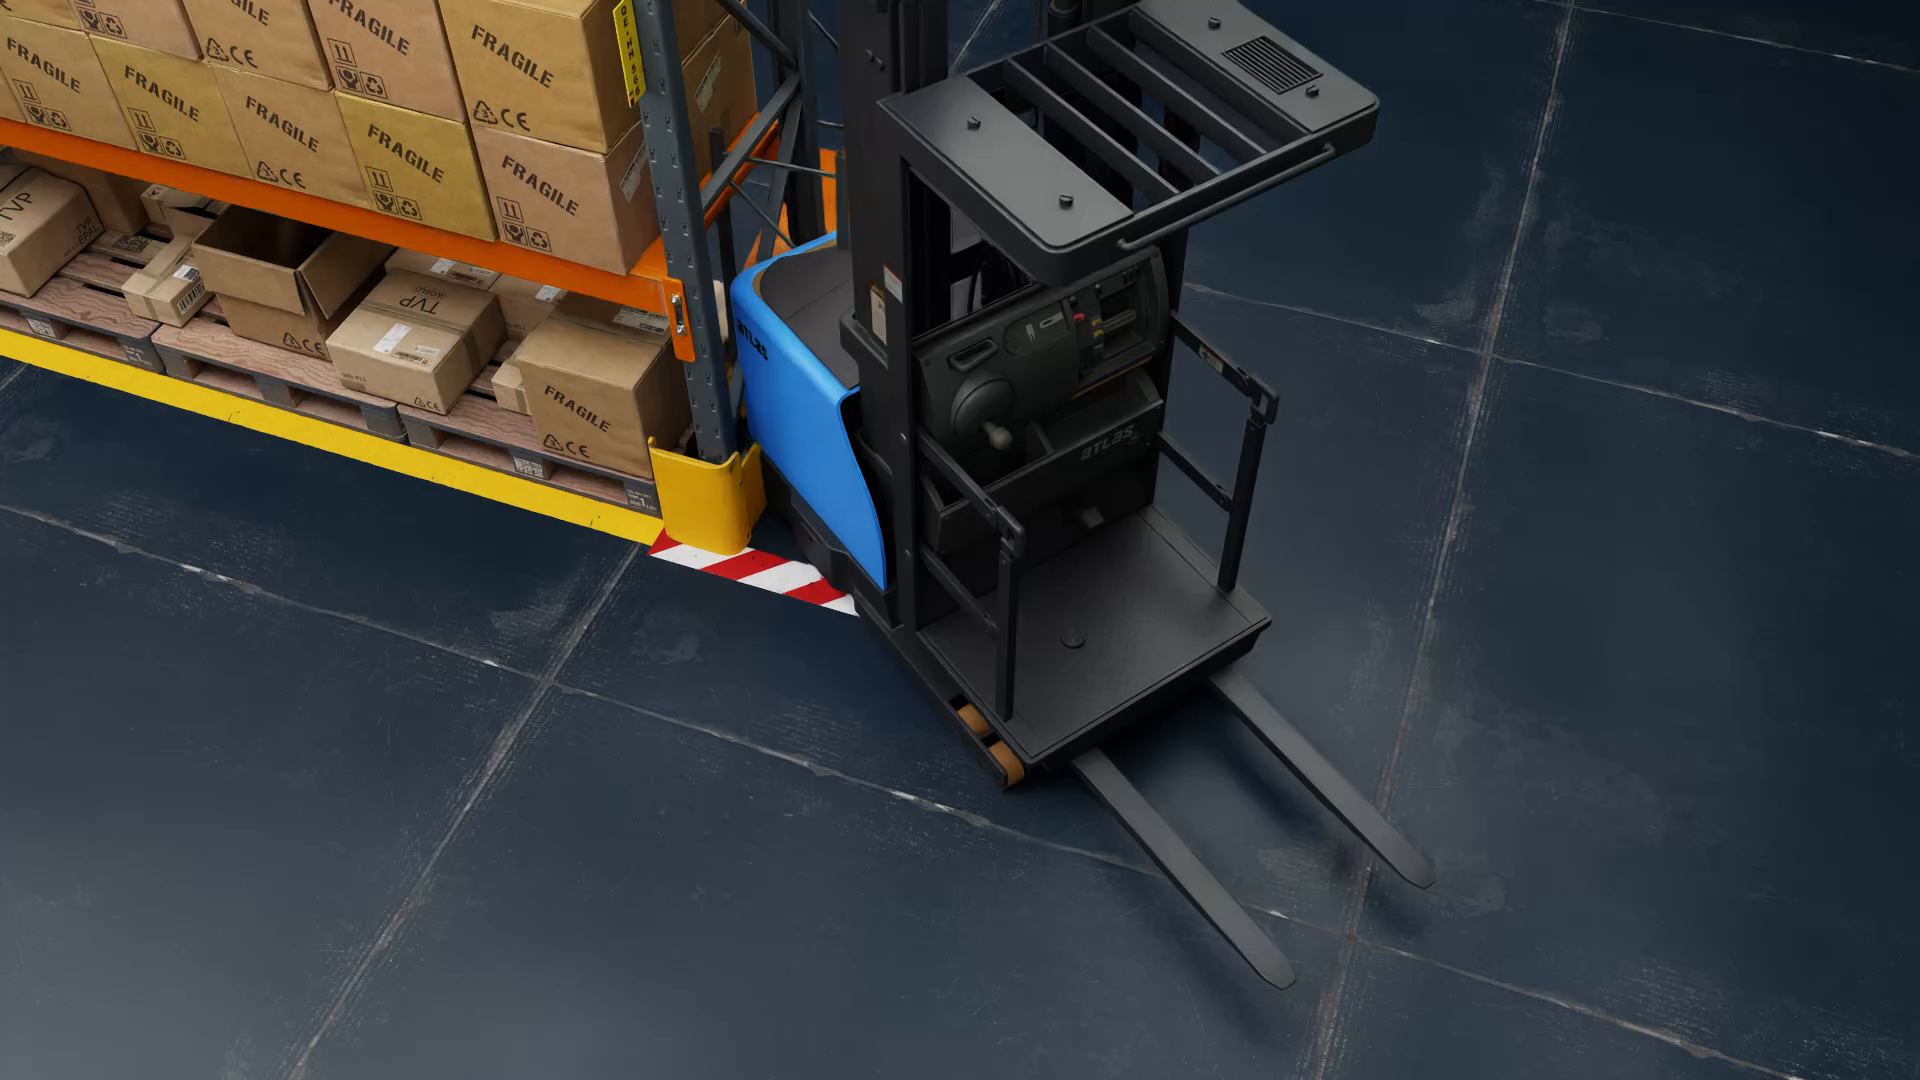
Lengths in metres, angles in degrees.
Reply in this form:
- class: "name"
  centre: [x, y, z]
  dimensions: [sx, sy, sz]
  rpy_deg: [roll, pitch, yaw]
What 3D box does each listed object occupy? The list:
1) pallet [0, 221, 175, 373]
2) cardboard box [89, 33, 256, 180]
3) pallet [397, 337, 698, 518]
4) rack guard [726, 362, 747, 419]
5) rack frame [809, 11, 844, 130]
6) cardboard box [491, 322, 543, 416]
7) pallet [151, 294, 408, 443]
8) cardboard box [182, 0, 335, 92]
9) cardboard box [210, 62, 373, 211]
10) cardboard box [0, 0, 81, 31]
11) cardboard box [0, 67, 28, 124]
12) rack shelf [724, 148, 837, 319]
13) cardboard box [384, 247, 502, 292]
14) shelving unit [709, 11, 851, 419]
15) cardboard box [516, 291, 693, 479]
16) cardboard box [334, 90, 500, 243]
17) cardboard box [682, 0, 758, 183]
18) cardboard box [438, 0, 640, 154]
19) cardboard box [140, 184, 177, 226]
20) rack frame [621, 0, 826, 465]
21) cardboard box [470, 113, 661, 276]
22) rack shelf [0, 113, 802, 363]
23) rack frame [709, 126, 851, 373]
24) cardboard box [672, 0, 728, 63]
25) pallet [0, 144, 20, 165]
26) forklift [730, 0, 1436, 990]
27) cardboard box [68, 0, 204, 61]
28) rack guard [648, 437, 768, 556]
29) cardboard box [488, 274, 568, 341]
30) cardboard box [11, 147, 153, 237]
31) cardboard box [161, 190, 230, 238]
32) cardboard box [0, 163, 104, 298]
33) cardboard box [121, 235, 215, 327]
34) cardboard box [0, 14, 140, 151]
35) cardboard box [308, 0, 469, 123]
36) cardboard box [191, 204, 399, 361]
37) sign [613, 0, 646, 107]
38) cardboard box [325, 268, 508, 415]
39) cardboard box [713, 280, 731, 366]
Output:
- class: "pallet"
  centre: [-3.870, -1.299, 7.603]
  dimensions: [1.213, 0.211, 1.003]
  rpy_deg: [16, 51, 13]
- class: "cardboard box"
  centre: [-2.703, -1.703, 6.041]
  dimensions: [0.500, 0.500, 0.500]
  rpy_deg: [15, 51, 13]
- class: "pallet"
  centre: [-1.581, -0.660, 7.049]
  dimensions: [1.213, 0.211, 1.003]
  rpy_deg: [16, 51, 13]
- class: "rack guard"
  centre: [-0.683, -0.569, 6.881]
  dimensions: [0.587, 0.250, 0.087]
  rpy_deg: [12, 53, 6]
- class: "rack frame"
  centre: [-0.426, -1.714, 6.975]
  dimensions: [0.500, 1.500, 0.032]
  rpy_deg: [12, 53, 6]
- class: "cardboard box"
  centre: [-1.706, -0.699, 6.822]
  dimensions: [0.250, 0.166, 0.380]
  rpy_deg: [16, 51, 13]
- class: "pallet"
  centre: [-2.721, -0.981, 7.327]
  dimensions: [1.213, 0.211, 1.003]
  rpy_deg: [16, 51, 13]
- class: "cardboard box"
  centre: [-2.236, -1.892, 5.543]
  dimensions: [0.500, 0.500, 0.500]
  rpy_deg: [17, 51, 14]
- class: "cardboard box"
  centre: [-2.230, -1.571, 5.927]
  dimensions: [0.500, 0.500, 0.500]
  rpy_deg: [16, 51, 13]
- class: "cardboard box"
  centre: [-3.203, -2.161, 5.777]
  dimensions: [0.500, 0.500, 0.500]
  rpy_deg: [14, 51, 12]
- class: "cardboard box"
  centre: [-3.649, -1.967, 6.271]
  dimensions: [0.500, 0.500, 0.500]
  rpy_deg: [16, 51, 14]
- class: "rack shelf"
  centre: [-0.551, -1.214, 6.817]
  dimensions: [0.538, 0.185, 1.000]
  rpy_deg: [12, 53, 6]
- class: "cardboard box"
  centre: [-2.111, -1.195, 7.195]
  dimensions: [0.500, 0.250, 0.500]
  rpy_deg: [16, 51, 13]
- class: "shelving unit"
  centre: [-0.541, -1.329, 6.679]
  dimensions: [0.587, 1.500, 1.083]
  rpy_deg: [12, 53, 6]
- class: "cardboard box"
  centre: [-1.357, -0.639, 6.548]
  dimensions: [0.500, 0.500, 0.500]
  rpy_deg: [16, 51, 13]
- class: "cardboard box"
  centre: [-1.764, -1.436, 5.810]
  dimensions: [0.500, 0.500, 0.500]
  rpy_deg: [16, 51, 13]
- class: "cardboard box"
  centre: [-1.086, -1.682, 6.023]
  dimensions: [0.500, 0.500, 0.500]
  rpy_deg: [17, 51, 14]
- class: "cardboard box"
  centre: [-1.274, -1.628, 5.314]
  dimensions: [0.500, 0.500, 0.500]
  rpy_deg: [15, 51, 13]
- class: "cardboard box"
  centre: [-3.508, -1.600, 7.614]
  dimensions: [0.250, 0.149, 0.380]
  rpy_deg: [16, 51, 13]
- class: "rack frame"
  centre: [-0.761, -1.346, 5.798]
  dimensions: [0.127, 3.000, 1.000]
  rpy_deg: [16, 51, 13]
- class: "cardboard box"
  centre: [-1.276, -1.303, 5.695]
  dimensions: [0.500, 0.500, 0.500]
  rpy_deg: [17, 51, 14]
- class: "rack shelf"
  centre: [-2.638, -1.634, 6.524]
  dimensions: [4.000, 0.370, 1.077]
  rpy_deg: [16, 51, 13]
- class: "rack frame"
  centre: [-0.661, -0.931, 6.372]
  dimensions: [0.500, 1.500, 0.032]
  rpy_deg: [12, 53, 6]
- class: "cardboard box"
  centre: [-1.086, -2.009, 5.645]
  dimensions: [0.500, 0.500, 0.500]
  rpy_deg: [17, 51, 14]
- class: "pallet"
  centre: [-5.290, -1.666, 7.921]
  dimensions: [1.213, 0.211, 1.003]
  rpy_deg: [16, 51, 13]
- class: "forklift"
  centre: [0.401, -0.510, 5.119]
  dimensions: [1.130, 2.935, 3.031]
  rpy_deg: [-28, 55, -22]
- class: "cardboard box"
  centre: [-2.718, -2.026, 5.660]
  dimensions: [0.500, 0.500, 0.500]
  rpy_deg: [17, 51, 14]
- class: "rack guard"
  centre: [-0.833, -0.547, 6.760]
  dimensions: [0.348, 0.500, 1.175]
  rpy_deg: [16, 51, 13]
- class: "cardboard box"
  centre: [-1.642, -1.064, 7.082]
  dimensions: [0.500, 0.250, 0.500]
  rpy_deg: [16, 51, 13]
- class: "cardboard box"
  centre: [-3.881, -1.770, 7.529]
  dimensions: [0.500, 0.500, 0.500]
  rpy_deg: [16, 51, 13]
- class: "cardboard box"
  centre: [-3.177, -1.512, 7.430]
  dimensions: [0.500, 0.311, 0.500]
  rpy_deg: [16, 51, 13]
- class: "cardboard box"
  centre: [-4.195, -1.393, 7.327]
  dimensions: [0.500, 0.311, 0.500]
  rpy_deg: [16, 51, 13]
- class: "cardboard box"
  centre: [-3.380, -1.127, 7.192]
  dimensions: [0.250, 0.166, 0.380]
  rpy_deg: [16, 51, 13]
- class: "cardboard box"
  centre: [-3.180, -1.835, 6.156]
  dimensions: [0.500, 0.500, 0.500]
  rpy_deg: [15, 51, 13]
- class: "cardboard box"
  centre: [-1.748, -1.759, 5.428]
  dimensions: [0.500, 0.500, 0.500]
  rpy_deg: [17, 51, 14]
- class: "cardboard box"
  centre: [-2.750, -1.231, 7.060]
  dimensions: [0.637, 0.503, 0.797]
  rpy_deg: [16, 51, 13]
- class: "sign"
  centre: [-0.973, -1.440, 4.904]
  dimensions: [0.005, 0.325, 0.100]
  rpy_deg: [16, 51, 13]
- class: "cardboard box"
  centre: [-2.238, -0.827, 6.877]
  dimensions: [0.500, 0.250, 0.500]
  rpy_deg: [16, 51, 13]
- class: "cardboard box"
  centre: [-1.035, -0.909, 7.015]
  dimensions: [0.250, 0.149, 0.380]
  rpy_deg: [16, 51, 13]
